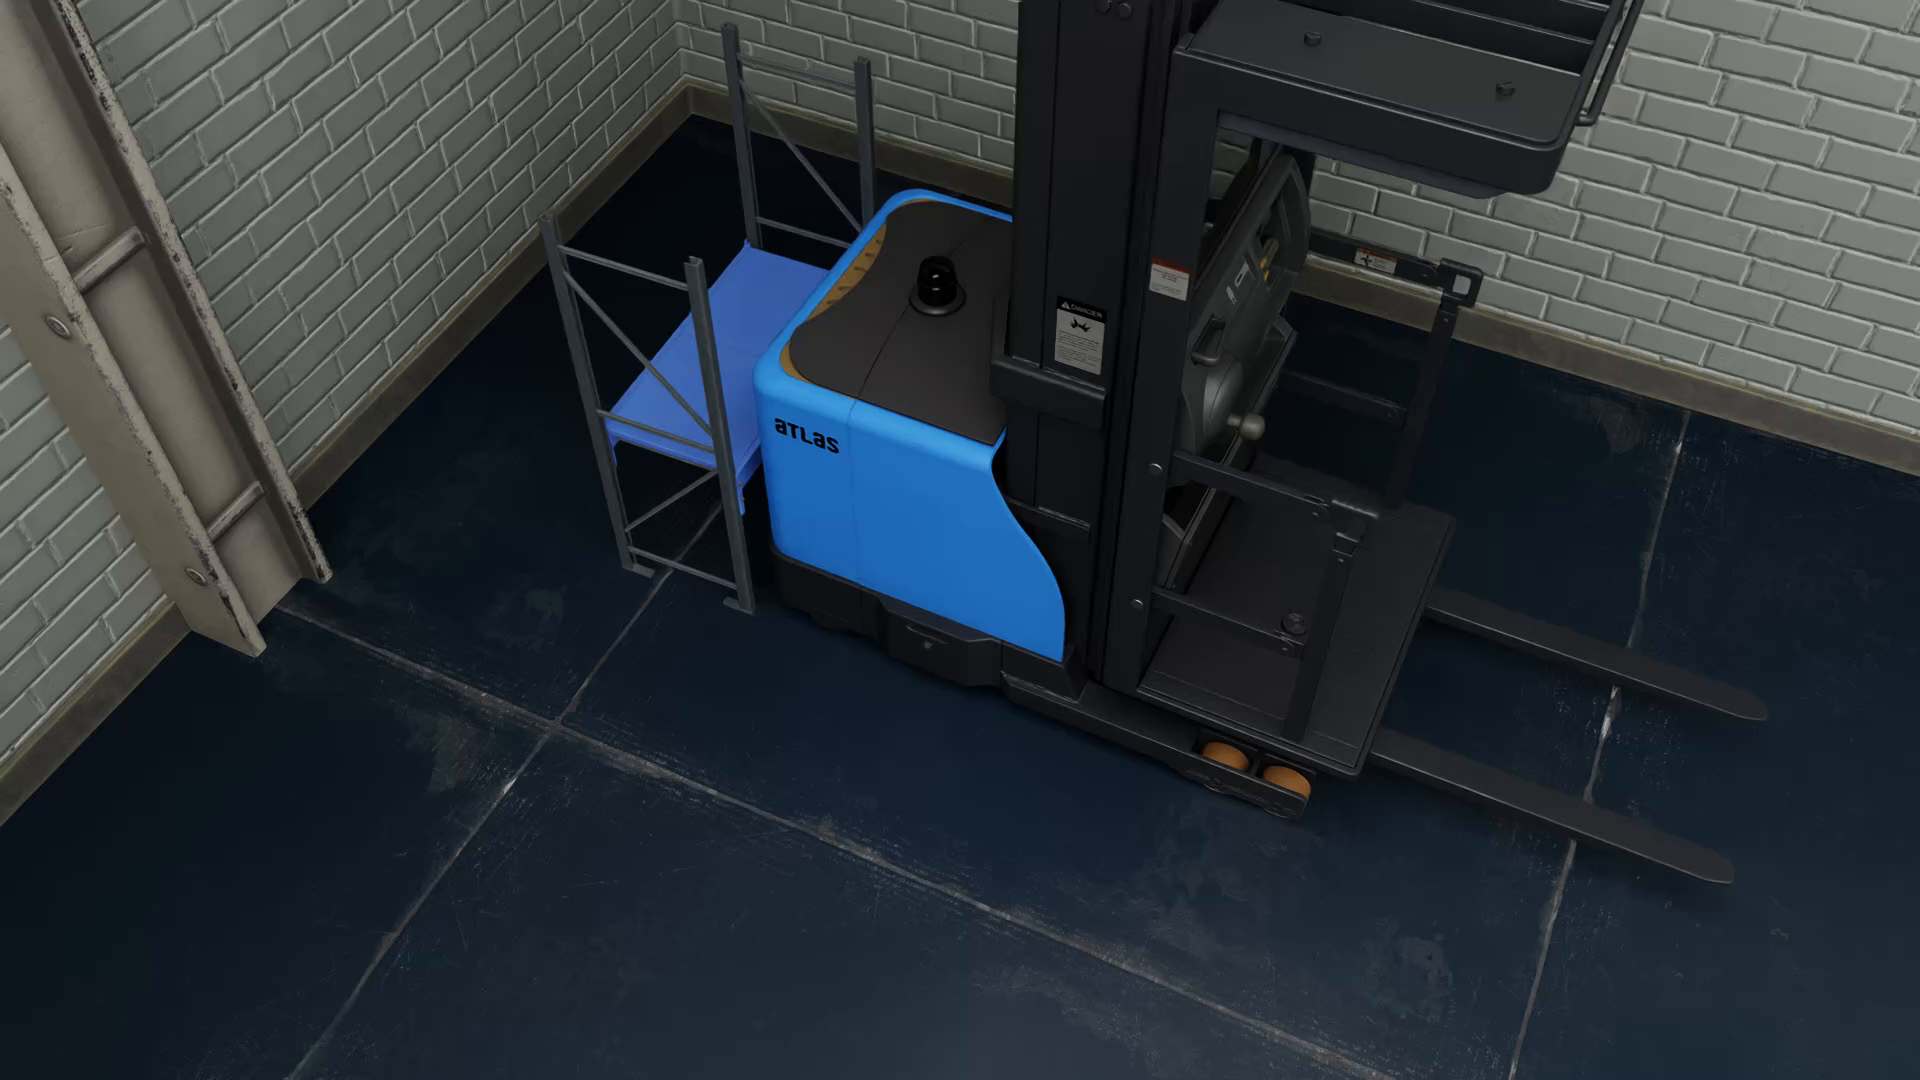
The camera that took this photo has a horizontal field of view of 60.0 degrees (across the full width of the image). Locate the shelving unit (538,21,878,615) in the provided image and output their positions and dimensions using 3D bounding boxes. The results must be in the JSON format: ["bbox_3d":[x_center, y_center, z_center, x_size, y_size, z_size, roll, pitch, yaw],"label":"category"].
[{"bbox_3d":[-0.710,-0.678,5.342,0.538,1.500,1.048,19,52,15],"label":"shelving unit"}]

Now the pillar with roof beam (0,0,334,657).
[{"bbox_3d":[1.543,-1.318,0.963,9.100,9.000,0.400,20,52,16],"label":"pillar with roof beam"}]

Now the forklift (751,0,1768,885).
[{"bbox_3d":[0.937,-0.577,4.317,3.031,2.935,1.130,20,53,16],"label":"forklift"}]

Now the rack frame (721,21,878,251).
[{"bbox_3d":[-0.504,-1.032,5.643,0.500,1.500,0.032,19,52,15],"label":"rack frame"}]

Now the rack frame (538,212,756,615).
[{"bbox_3d":[-0.916,-0.324,5.041,0.500,1.500,0.032,19,52,15],"label":"rack frame"}]

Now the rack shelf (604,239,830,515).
[{"bbox_3d":[-0.710,-0.562,5.479,0.538,0.185,1.000,19,52,15],"label":"rack shelf"}]
